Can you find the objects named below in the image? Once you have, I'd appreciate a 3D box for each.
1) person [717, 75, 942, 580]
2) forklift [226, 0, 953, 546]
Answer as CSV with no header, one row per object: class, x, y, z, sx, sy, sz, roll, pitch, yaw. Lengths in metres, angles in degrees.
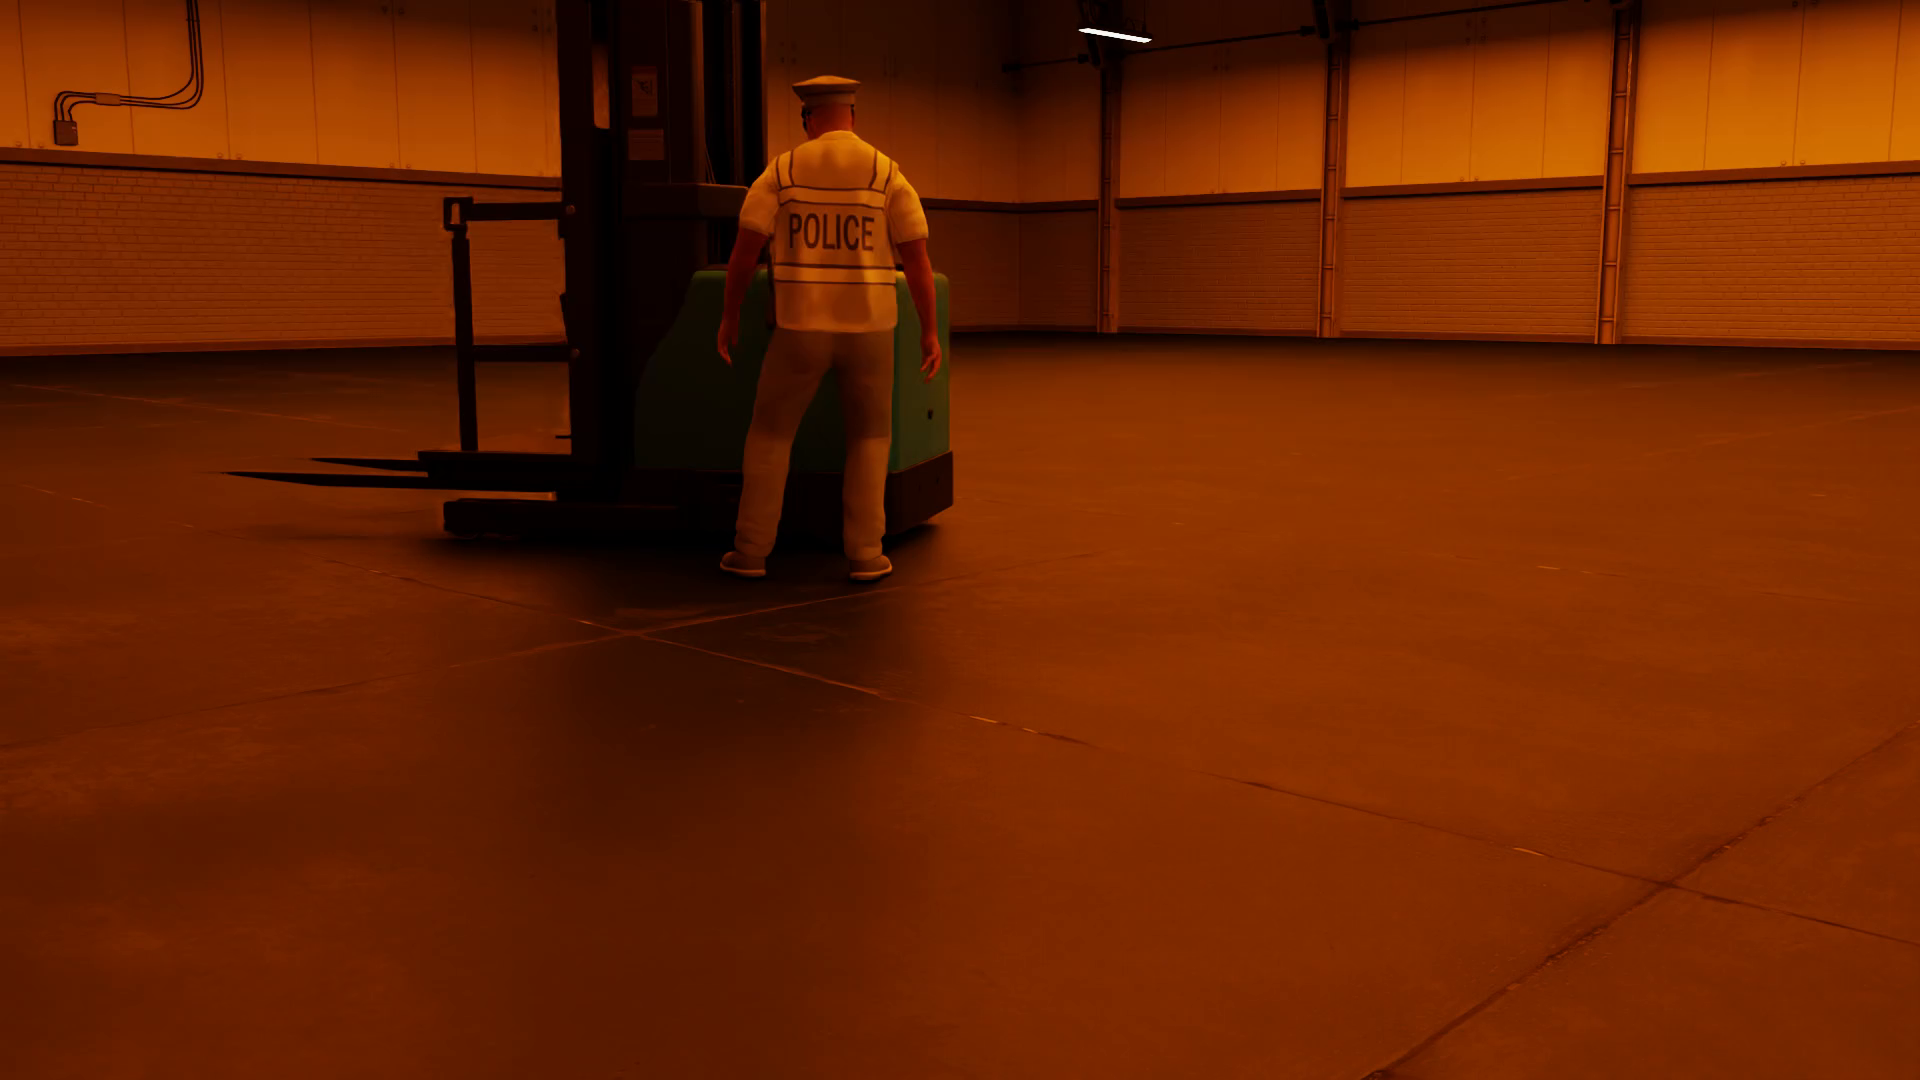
person,-0.458,-0.727,5.759,0.787,1.725,0.440,-1,9,-5
forklift,-1.604,-1.516,6.943,3.031,2.935,1.130,2,9,13
